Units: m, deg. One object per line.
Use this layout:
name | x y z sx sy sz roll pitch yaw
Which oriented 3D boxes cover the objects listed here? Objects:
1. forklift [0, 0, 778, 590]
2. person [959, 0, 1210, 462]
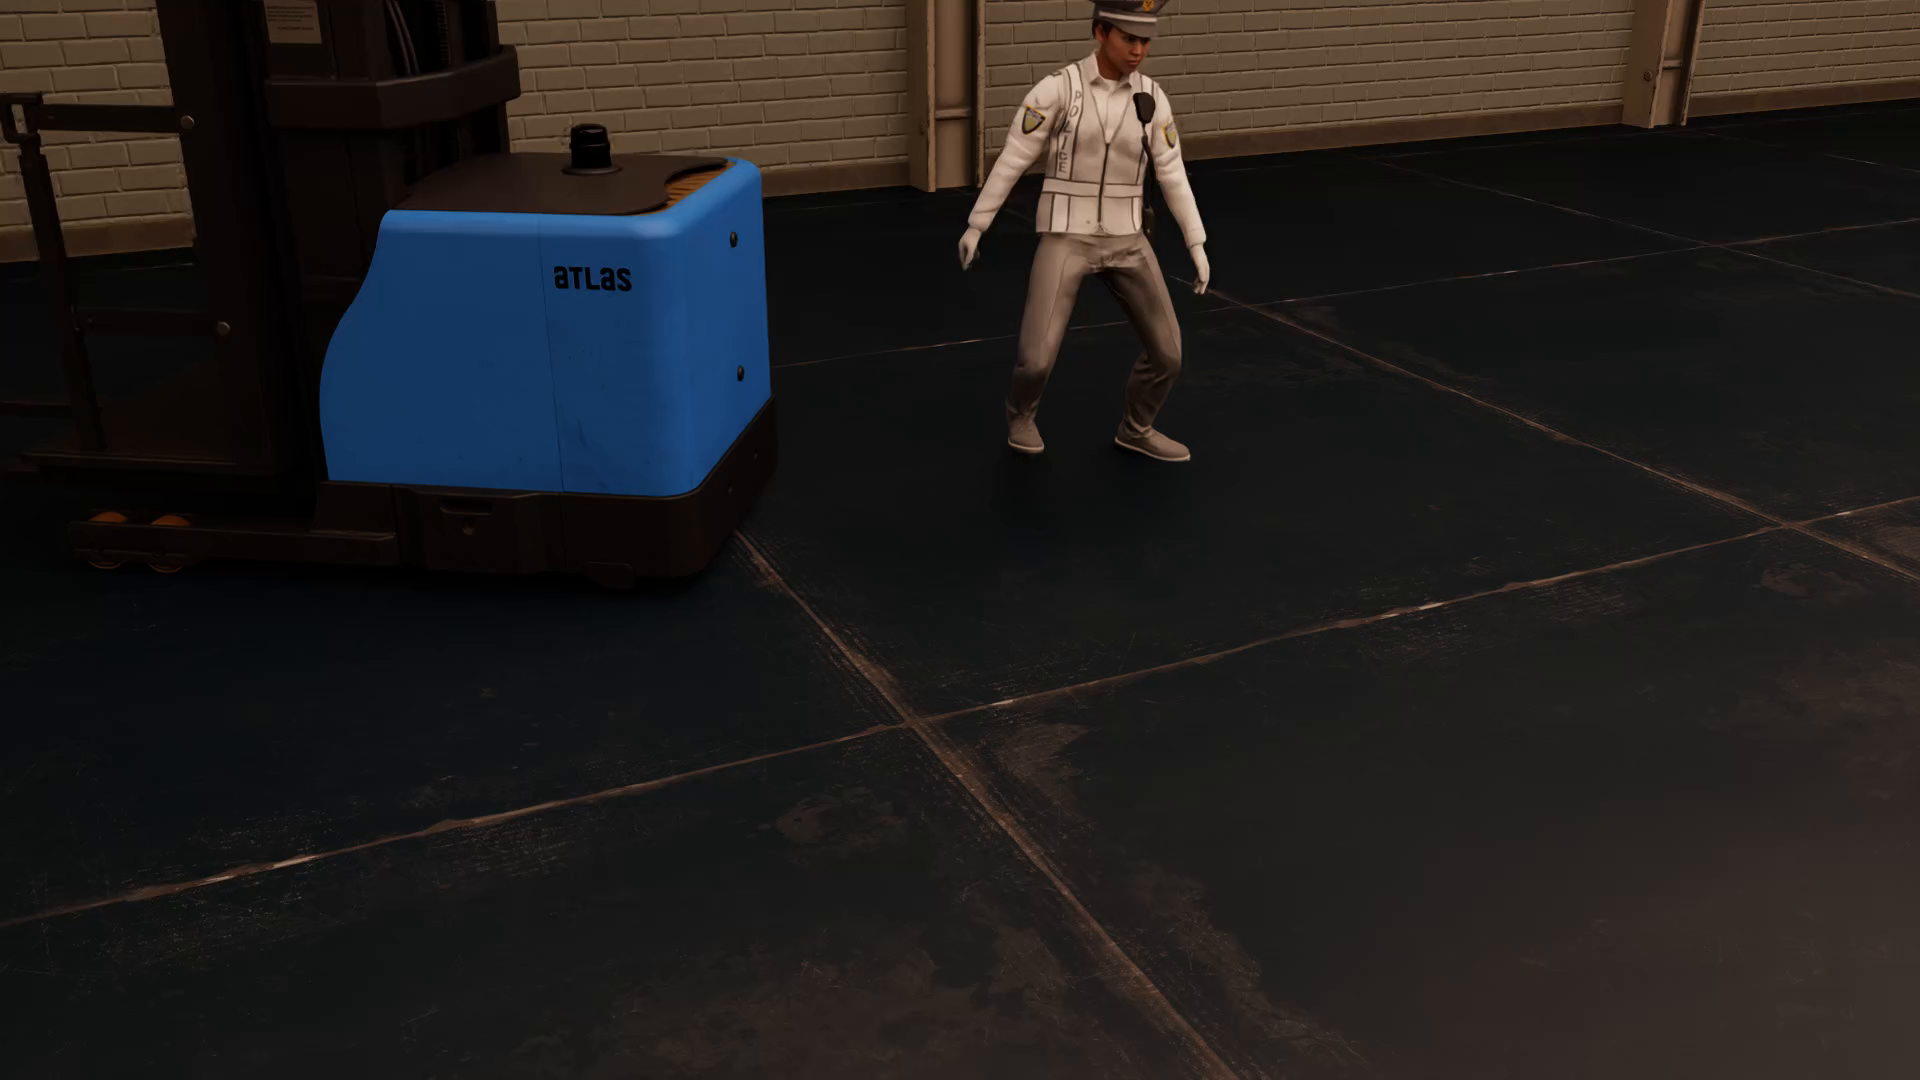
forklift | -2.163 -1.453 4.784 3.031 2.935 1.130 3 23 7
person | 0.408 -0.982 5.432 0.817 1.587 0.460 -3 23 -7
